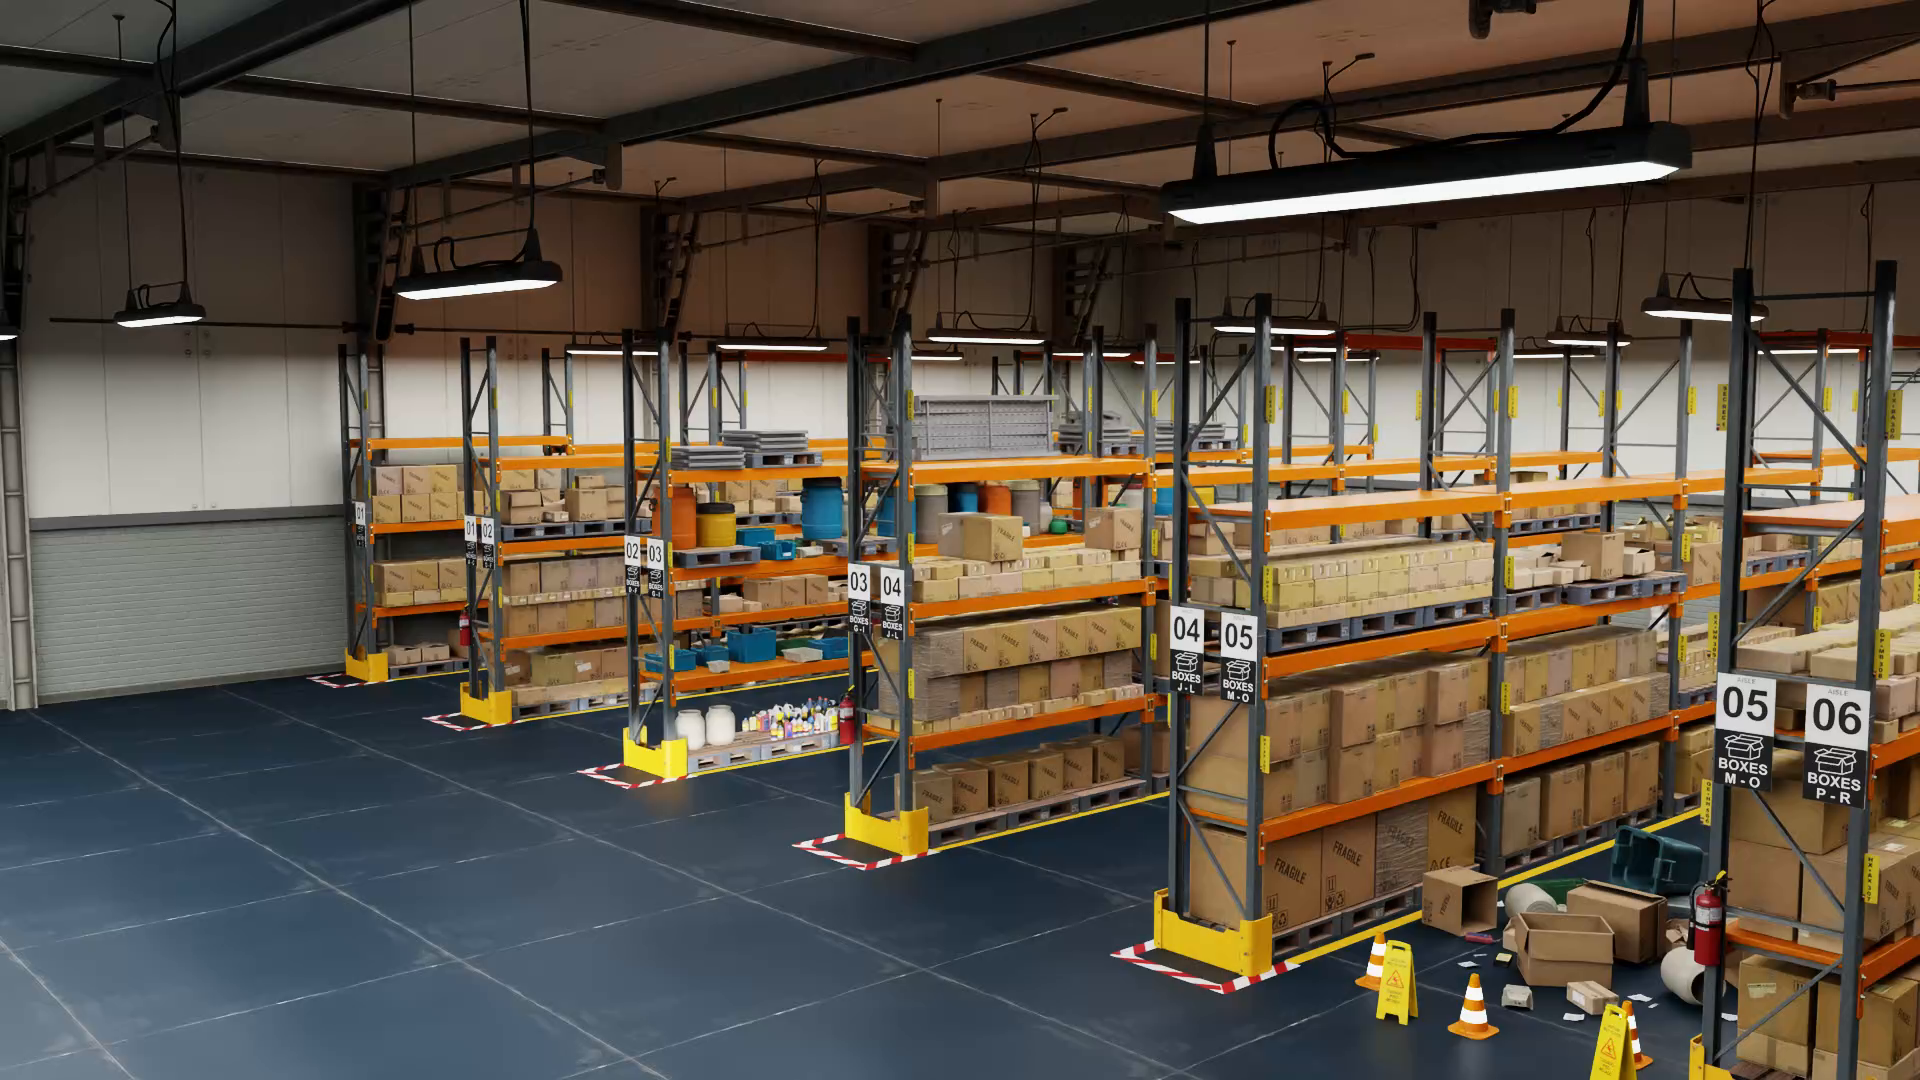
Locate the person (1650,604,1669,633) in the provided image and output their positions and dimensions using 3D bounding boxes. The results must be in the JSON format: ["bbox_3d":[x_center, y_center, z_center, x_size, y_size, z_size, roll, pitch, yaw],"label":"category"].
[{"bbox_3d":[13.191,1.475,31.203,0.700,1.783,0.547,1,5,13],"label":"person"}]

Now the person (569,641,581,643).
[{"bbox_3d":[-7.134,1.569,30.211,0.603,1.758,0.557,-1,5,-8],"label":"person"}]
